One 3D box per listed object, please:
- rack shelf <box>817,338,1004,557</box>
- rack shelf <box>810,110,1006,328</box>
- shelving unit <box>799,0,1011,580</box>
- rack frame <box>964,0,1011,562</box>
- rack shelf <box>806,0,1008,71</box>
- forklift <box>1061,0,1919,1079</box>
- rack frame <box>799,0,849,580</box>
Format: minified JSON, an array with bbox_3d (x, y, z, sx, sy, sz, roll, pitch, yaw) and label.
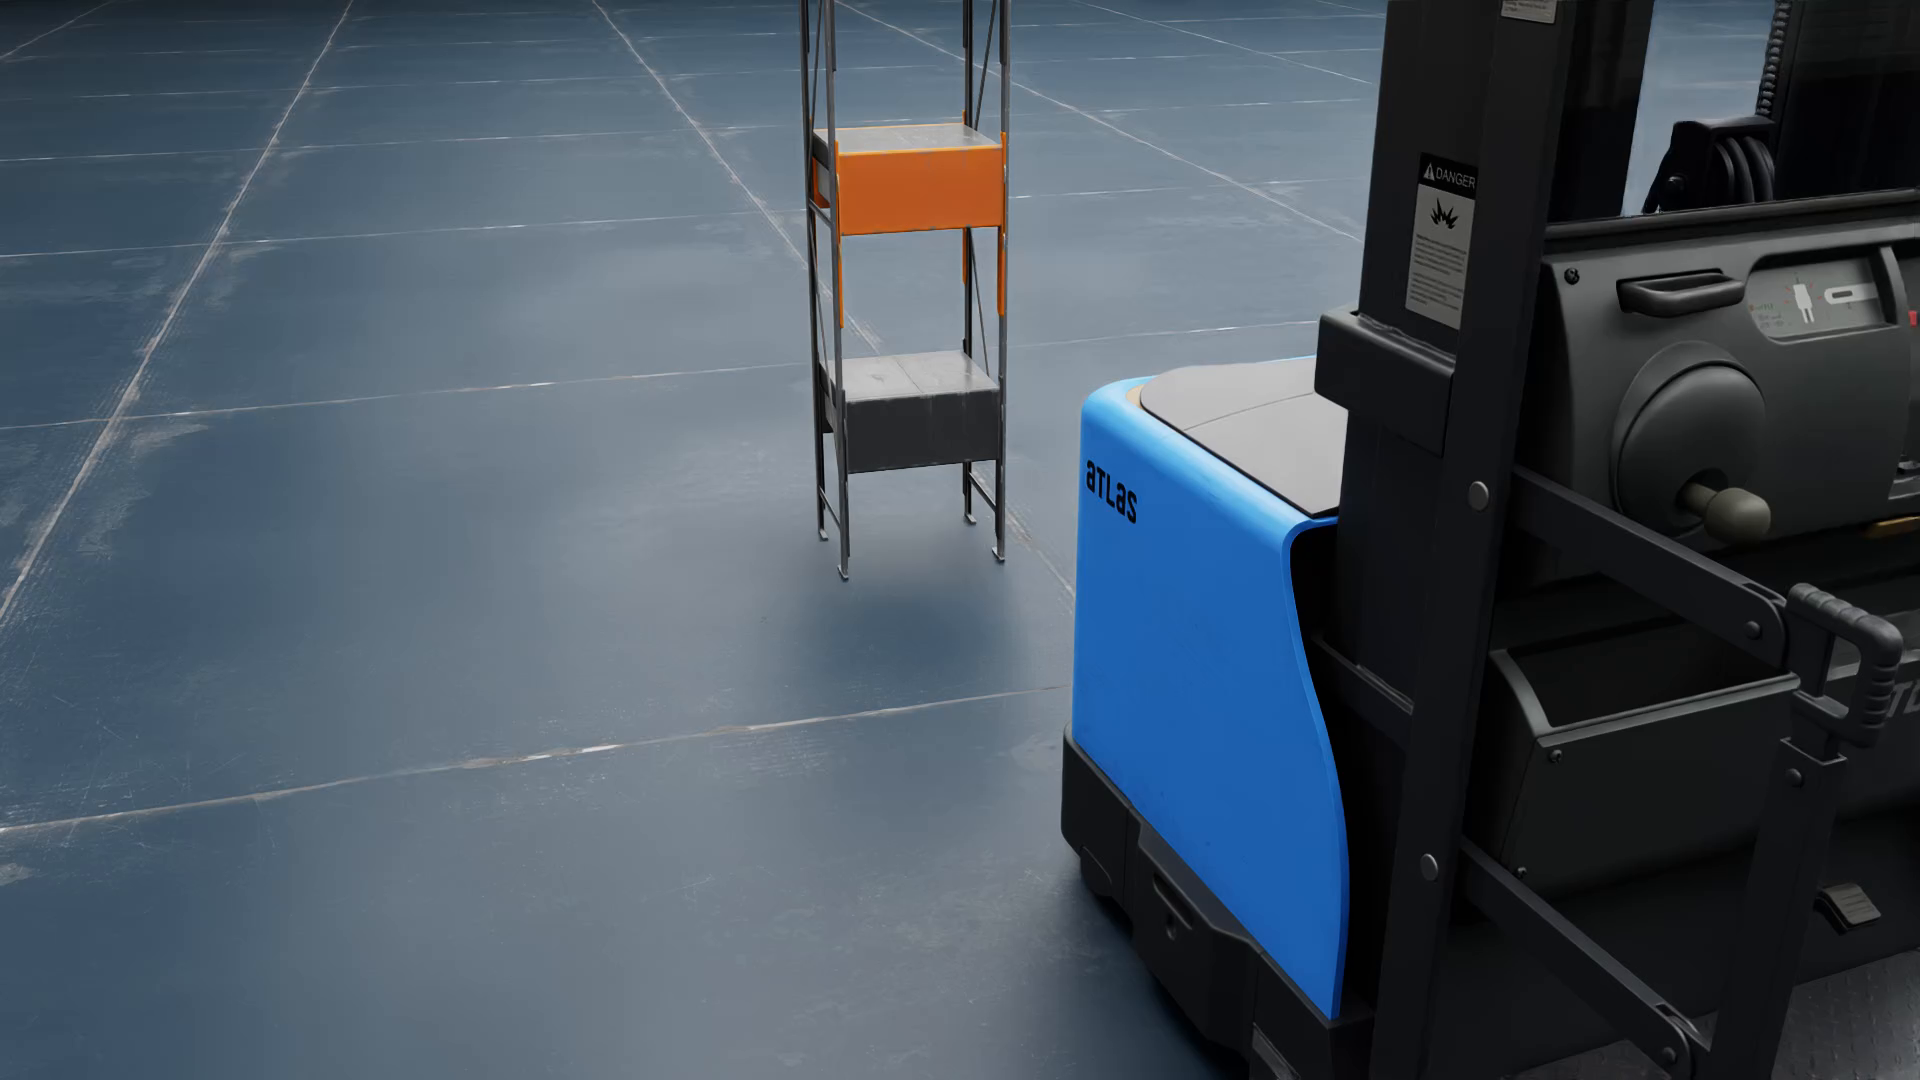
[{"bbox_3d":[-0.159,-0.291,5.076,0.480,0.518,0.431,-6,24,-14],"label":"rack shelf"},{"bbox_3d":[-0.159,-0.935,4.800,0.480,0.518,0.431,-6,24,-14],"label":"rack shelf"},{"bbox_3d":[-0.159,-0.947,4.795,0.503,2.100,0.431,-6,24,-14],"label":"shelving unit"},{"bbox_3d":[0.076,-0.973,4.855,0.015,2.100,0.400,-6,24,-14],"label":"rack frame"},{"bbox_3d":[-0.159,-1.578,4.524,0.480,0.518,0.431,-6,24,-14],"label":"rack shelf"},{"bbox_3d":[1.236,-0.198,1.996,1.130,2.935,3.031,-9,25,-20],"label":"forklift"},{"bbox_3d":[-0.394,-0.921,4.734,0.015,2.100,0.400,-6,24,-14],"label":"rack frame"}]
